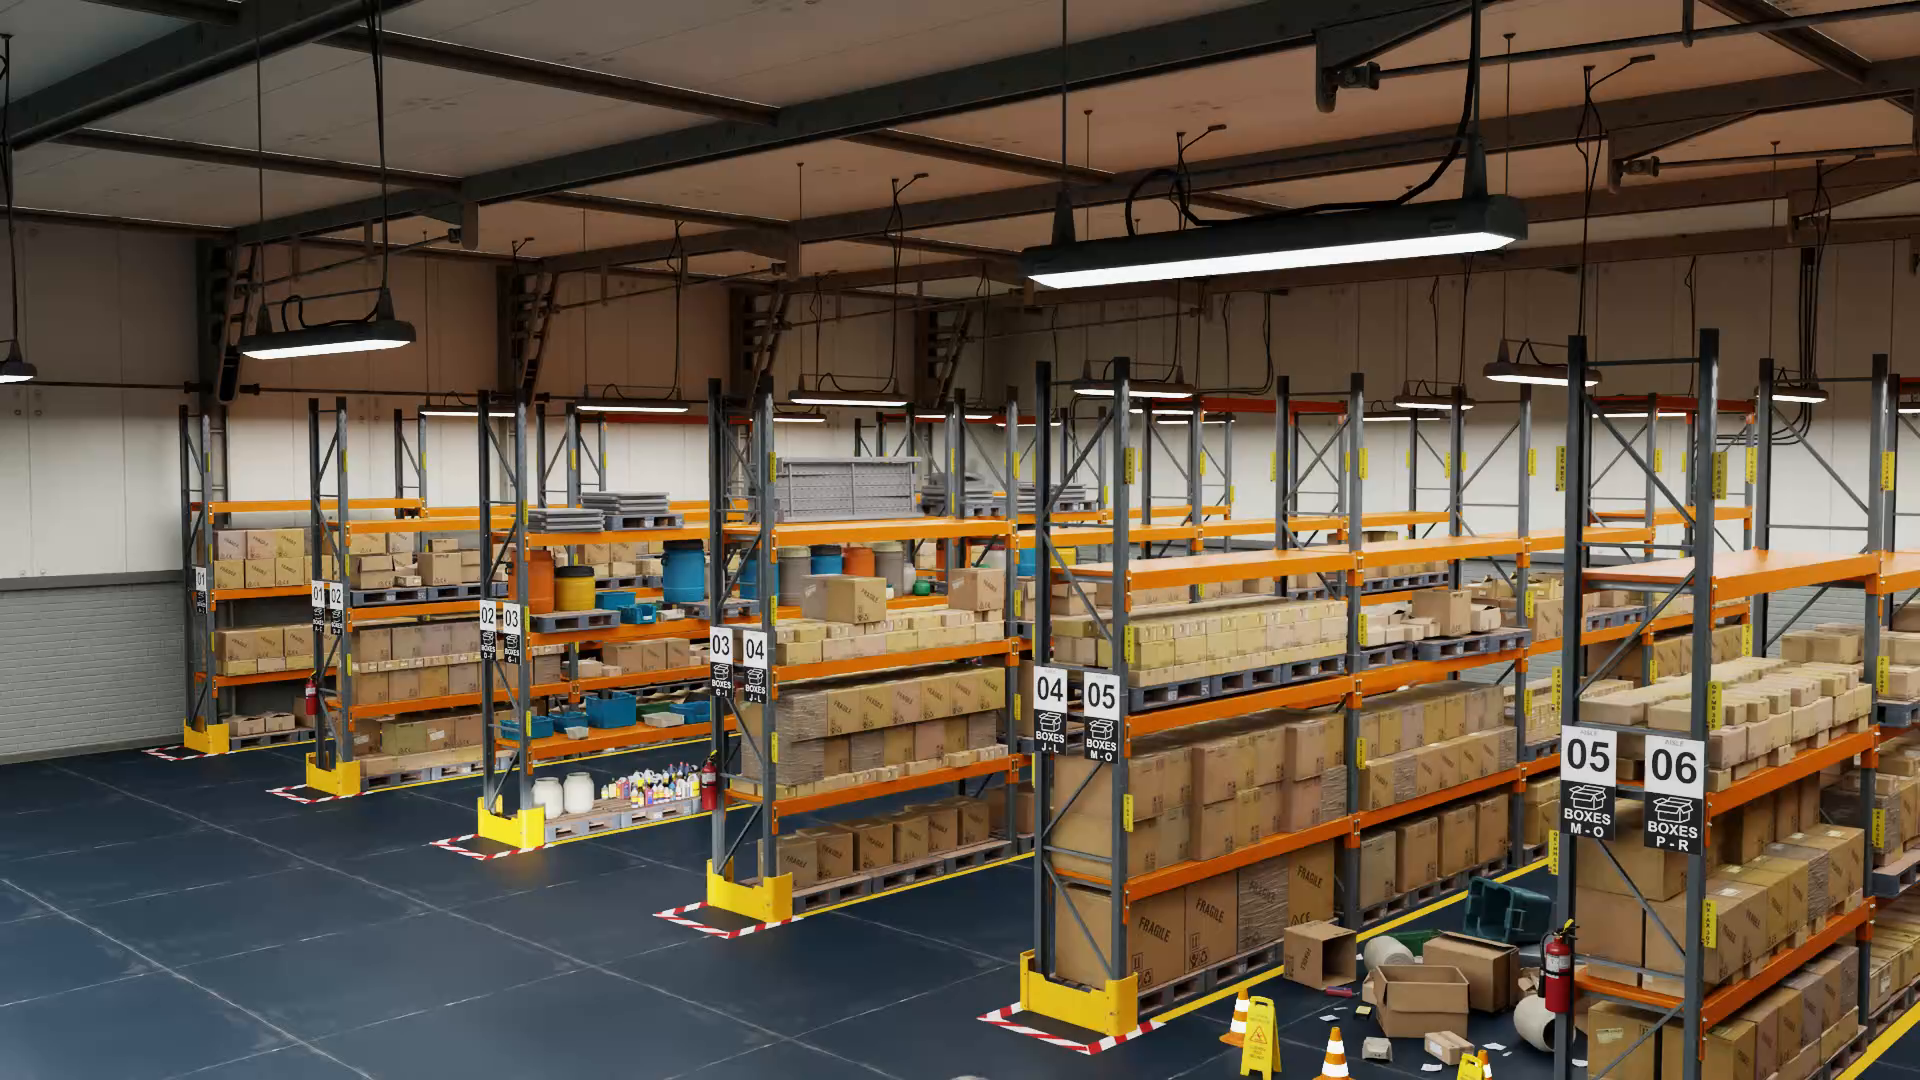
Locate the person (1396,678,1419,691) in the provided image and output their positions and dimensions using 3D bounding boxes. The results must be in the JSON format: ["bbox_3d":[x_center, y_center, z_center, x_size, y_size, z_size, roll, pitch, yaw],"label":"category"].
[{"bbox_3d":[7.117,2.925,26.215,0.707,1.718,0.640,2,4,36],"label":"person"}]
